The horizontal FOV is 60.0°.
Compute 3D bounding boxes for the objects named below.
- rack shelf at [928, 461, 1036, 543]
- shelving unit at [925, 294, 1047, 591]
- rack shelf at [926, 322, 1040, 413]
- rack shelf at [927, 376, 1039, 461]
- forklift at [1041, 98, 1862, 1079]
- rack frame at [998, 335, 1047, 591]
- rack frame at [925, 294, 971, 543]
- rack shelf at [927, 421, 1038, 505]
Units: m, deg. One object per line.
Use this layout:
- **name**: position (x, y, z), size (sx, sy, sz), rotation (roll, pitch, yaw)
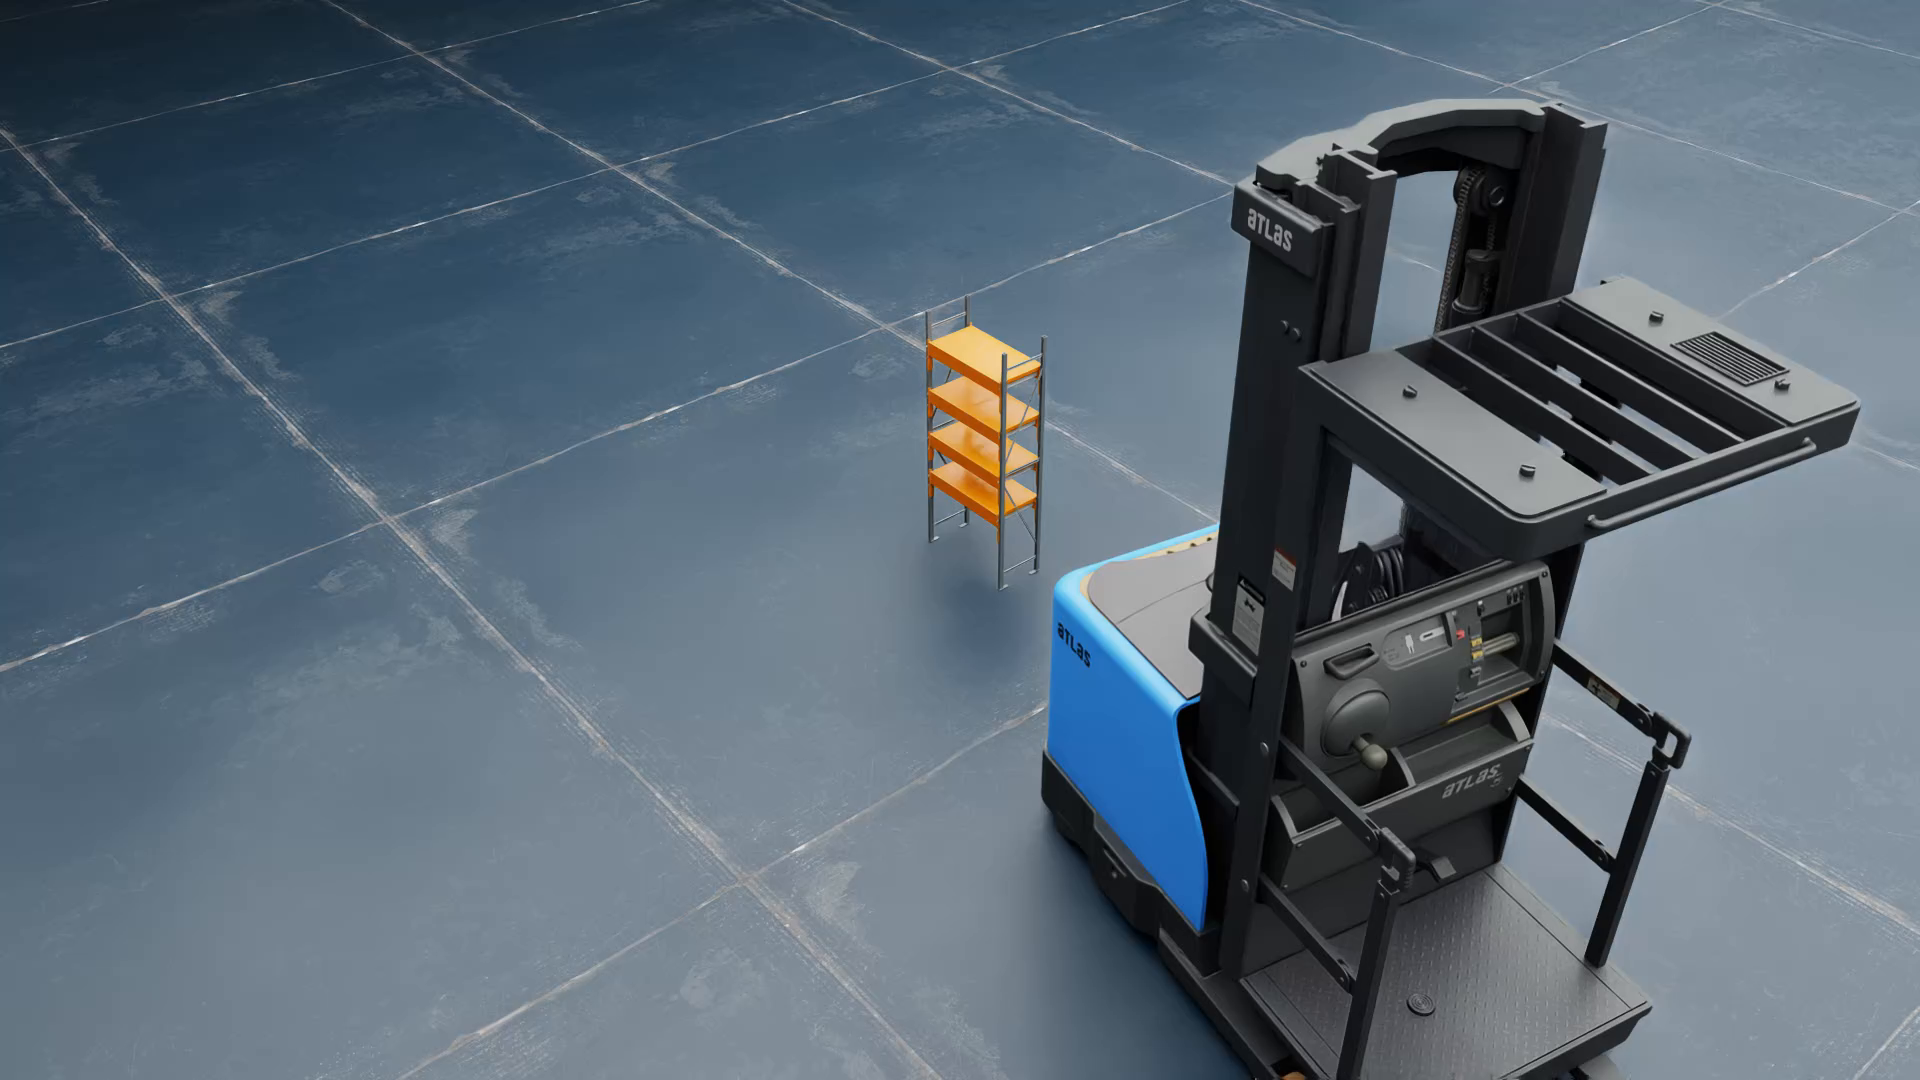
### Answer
- **rack shelf**: position (0.107, -0.200, 7.454), size (0.258, 0.148, 0.480), rotation (-26, 43, -32)
- **shelving unit**: position (0.107, -0.417, 7.300), size (0.258, 1.200, 0.503), rotation (-26, 43, -32)
- **rack shelf**: position (0.107, -0.737, 7.073), size (0.258, 0.148, 0.480), rotation (-26, 43, -32)
- **rack shelf**: position (0.107, -0.544, 7.210), size (0.258, 0.148, 0.480), rotation (-26, 43, -32)
- **forklift**: position (1.442, 0.426, 4.612), size (1.130, 2.935, 3.031), rotation (-17, 39, -23)
- **rack frame**: position (0.264, -0.309, 7.148), size (0.240, 1.200, 0.015), rotation (-26, 43, -32)
- **rack frame**: position (-0.051, -0.524, 7.452), size (0.240, 1.200, 0.015), rotation (-26, 43, -32)
- **rack shelf**: position (0.107, -0.362, 7.339), size (0.258, 0.148, 0.480), rotation (-26, 43, -32)
